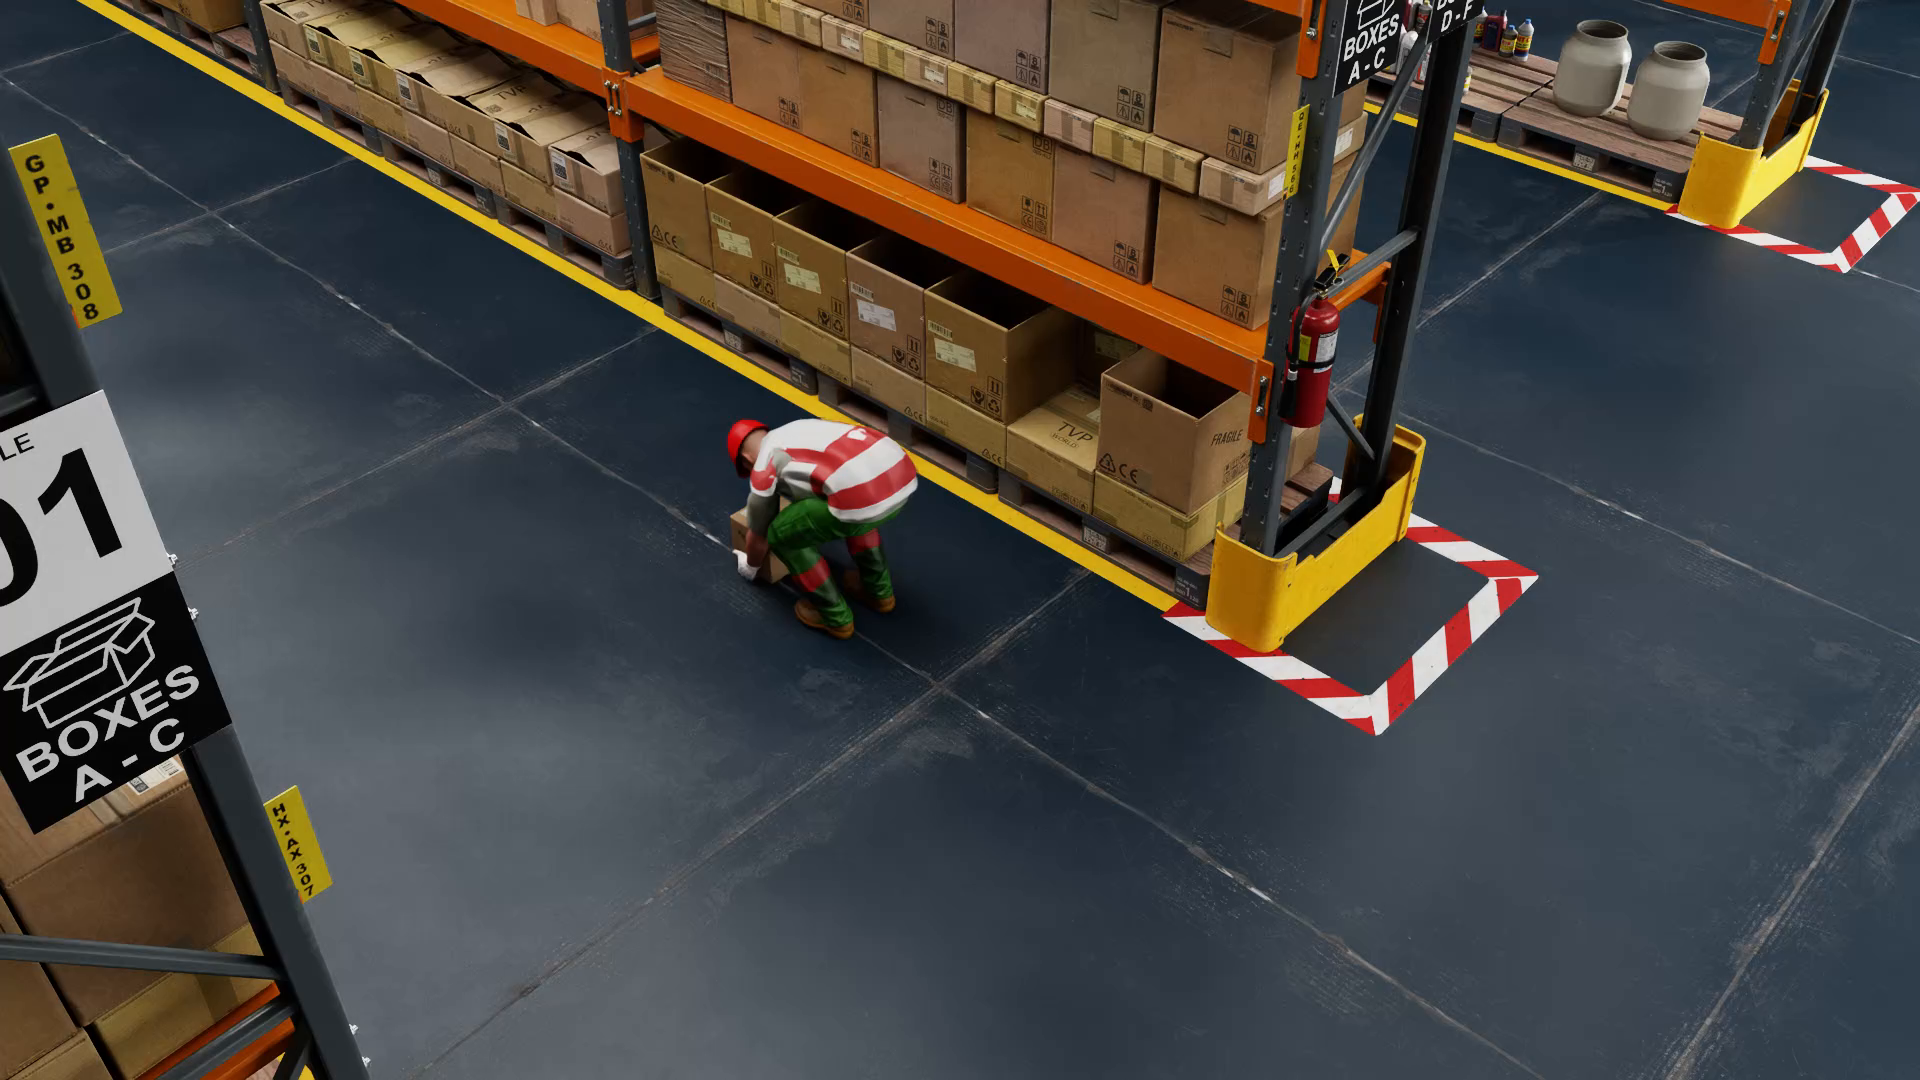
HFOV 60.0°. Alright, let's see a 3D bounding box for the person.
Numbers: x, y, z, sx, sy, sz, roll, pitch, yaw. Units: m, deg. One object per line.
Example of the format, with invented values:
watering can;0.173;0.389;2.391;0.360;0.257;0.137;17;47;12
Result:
person;-0.612;-0.123;6.972;0.951;0.931;0.535;28;47;30
